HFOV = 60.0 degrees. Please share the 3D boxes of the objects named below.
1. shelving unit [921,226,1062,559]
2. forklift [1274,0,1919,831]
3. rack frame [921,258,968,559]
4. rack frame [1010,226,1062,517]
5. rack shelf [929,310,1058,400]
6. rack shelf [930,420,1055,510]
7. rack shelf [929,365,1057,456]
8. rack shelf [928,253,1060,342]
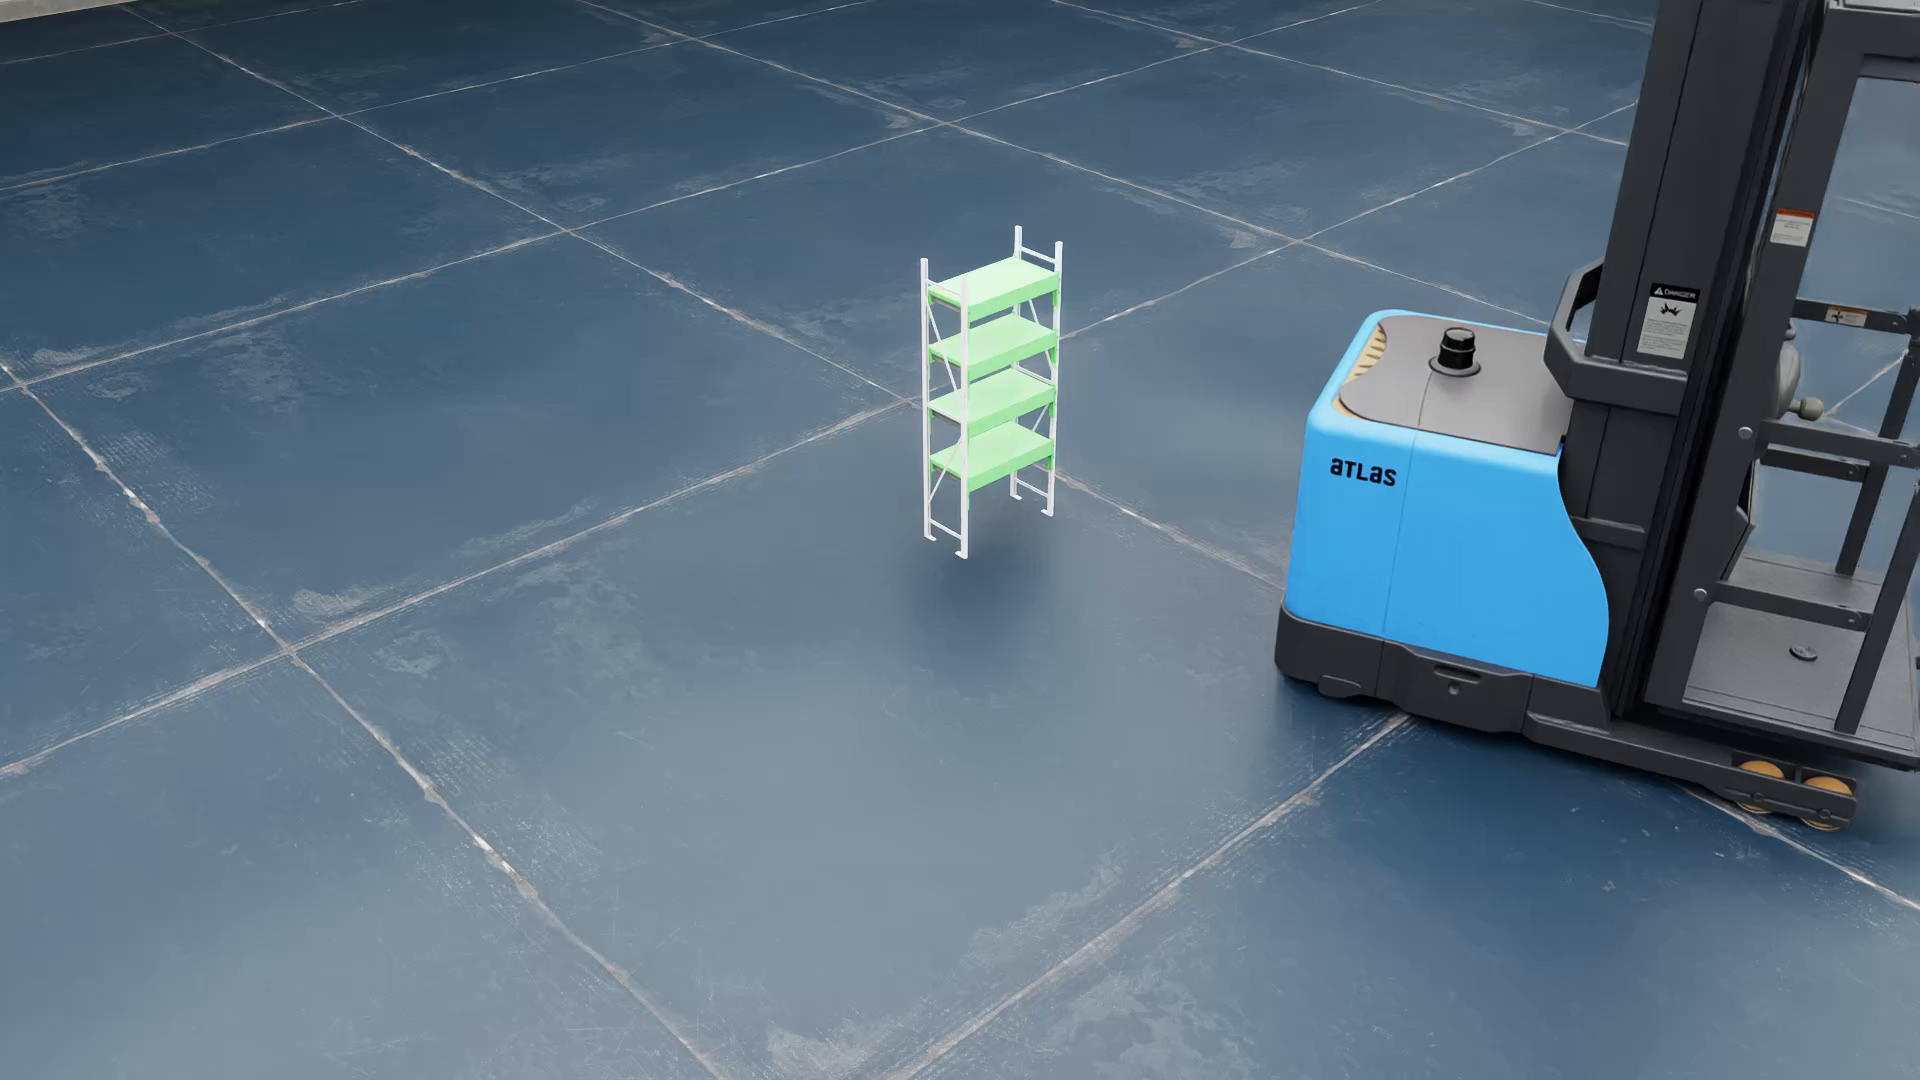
[{"bbox_3d":[0.121,-0.571,6.533,0.503,1.200,0.258,-26,40,-35],"label":"shelving unit"},{"bbox_3d":[2.678,-0.651,5.005,3.031,2.935,1.130,13,34,21],"label":"forklift"},{"bbox_3d":[-0.058,-0.484,6.391,0.015,1.200,0.240,-26,40,-35],"label":"rack frame"},{"bbox_3d":[0.300,-0.657,6.675,0.015,1.200,0.240,-26,40,-35],"label":"rack frame"},{"bbox_3d":[0.121,-0.721,6.441,0.480,0.148,0.258,-26,40,-35],"label":"rack shelf"},{"bbox_3d":[0.121,-0.311,6.692,0.480,0.148,0.258,-26,40,-35],"label":"rack shelf"},{"bbox_3d":[0.121,-0.516,6.566,0.480,0.148,0.258,-26,40,-35],"label":"rack shelf"},{"bbox_3d":[0.121,-0.926,6.316,0.480,0.148,0.258,-26,40,-35],"label":"rack shelf"}]
